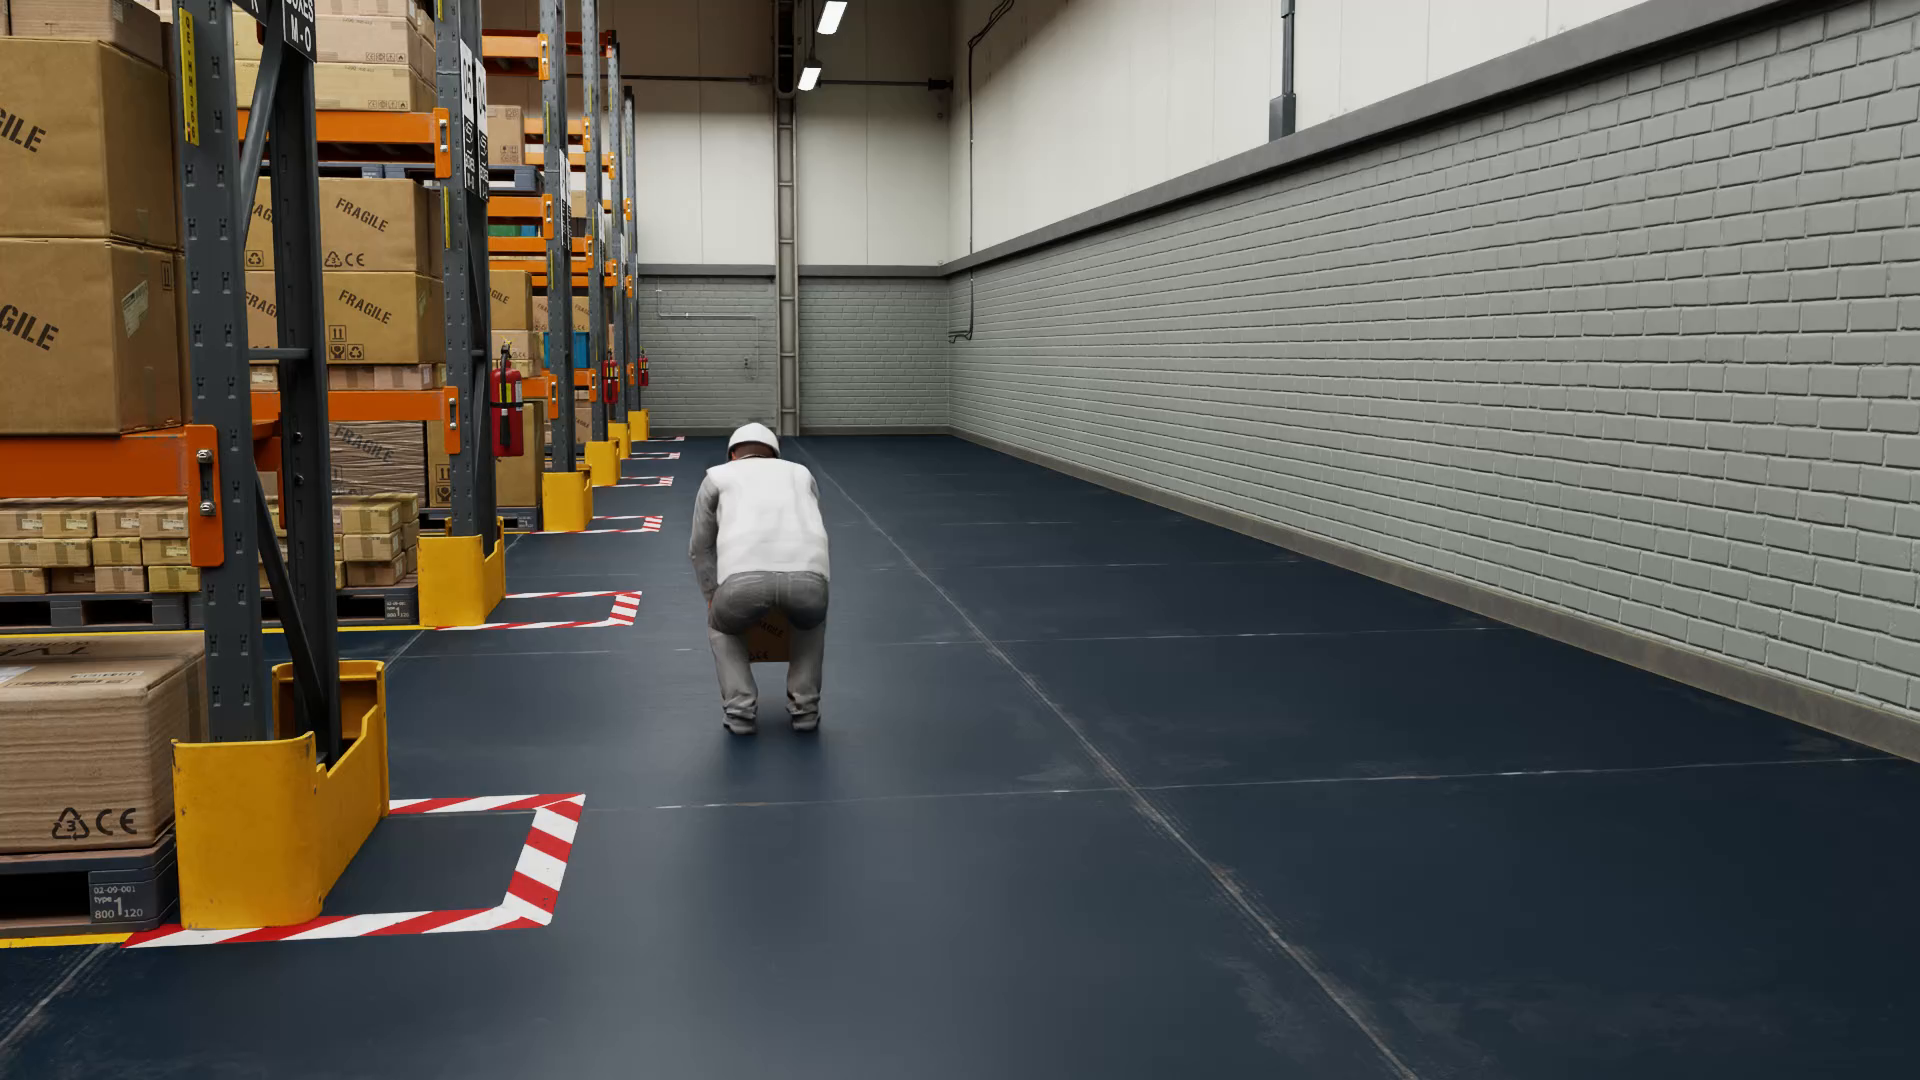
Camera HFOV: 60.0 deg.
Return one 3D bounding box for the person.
[{"bbox_3d":[-0.813,0.145,6.782,0.575,1.222,0.844,-1,7,-9],"label":"person"}]
